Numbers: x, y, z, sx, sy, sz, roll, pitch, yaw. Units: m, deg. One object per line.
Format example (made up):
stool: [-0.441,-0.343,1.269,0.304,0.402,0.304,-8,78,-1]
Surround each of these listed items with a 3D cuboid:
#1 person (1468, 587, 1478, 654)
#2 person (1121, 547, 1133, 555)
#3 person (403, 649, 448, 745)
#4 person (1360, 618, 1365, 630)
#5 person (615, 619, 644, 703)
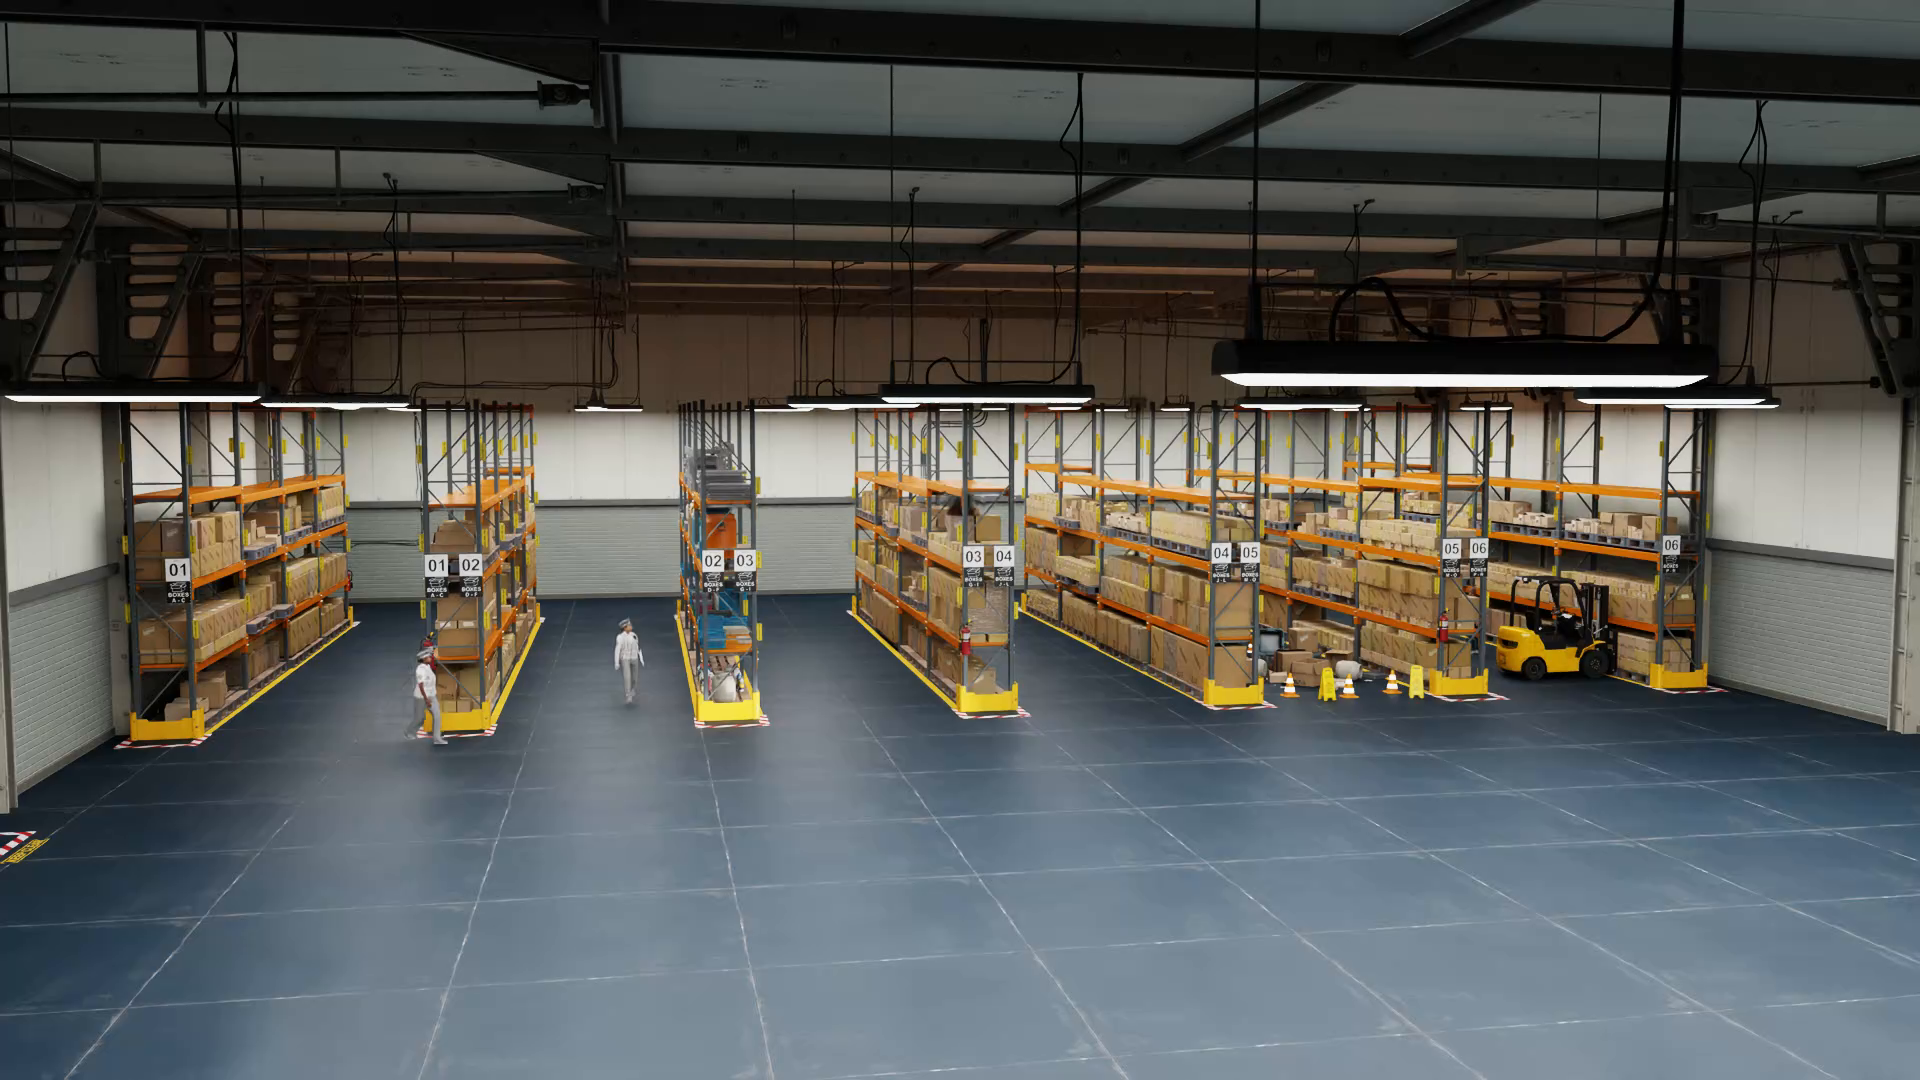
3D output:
person: [12.261,1.925,39.856,0.392,1.599,0.452,1,4,10]
person: [5.291,0.903,52.912,0.770,1.631,0.496,-4,6,-41]
person: [-9.297,2.718,28.877,0.914,1.647,0.431,3,5,31]
person: [10.253,1.630,42.844,0.369,1.724,0.579,0,4,2]
person: [-6.615,2.385,33.228,0.578,1.646,0.933,-2,5,-22]
